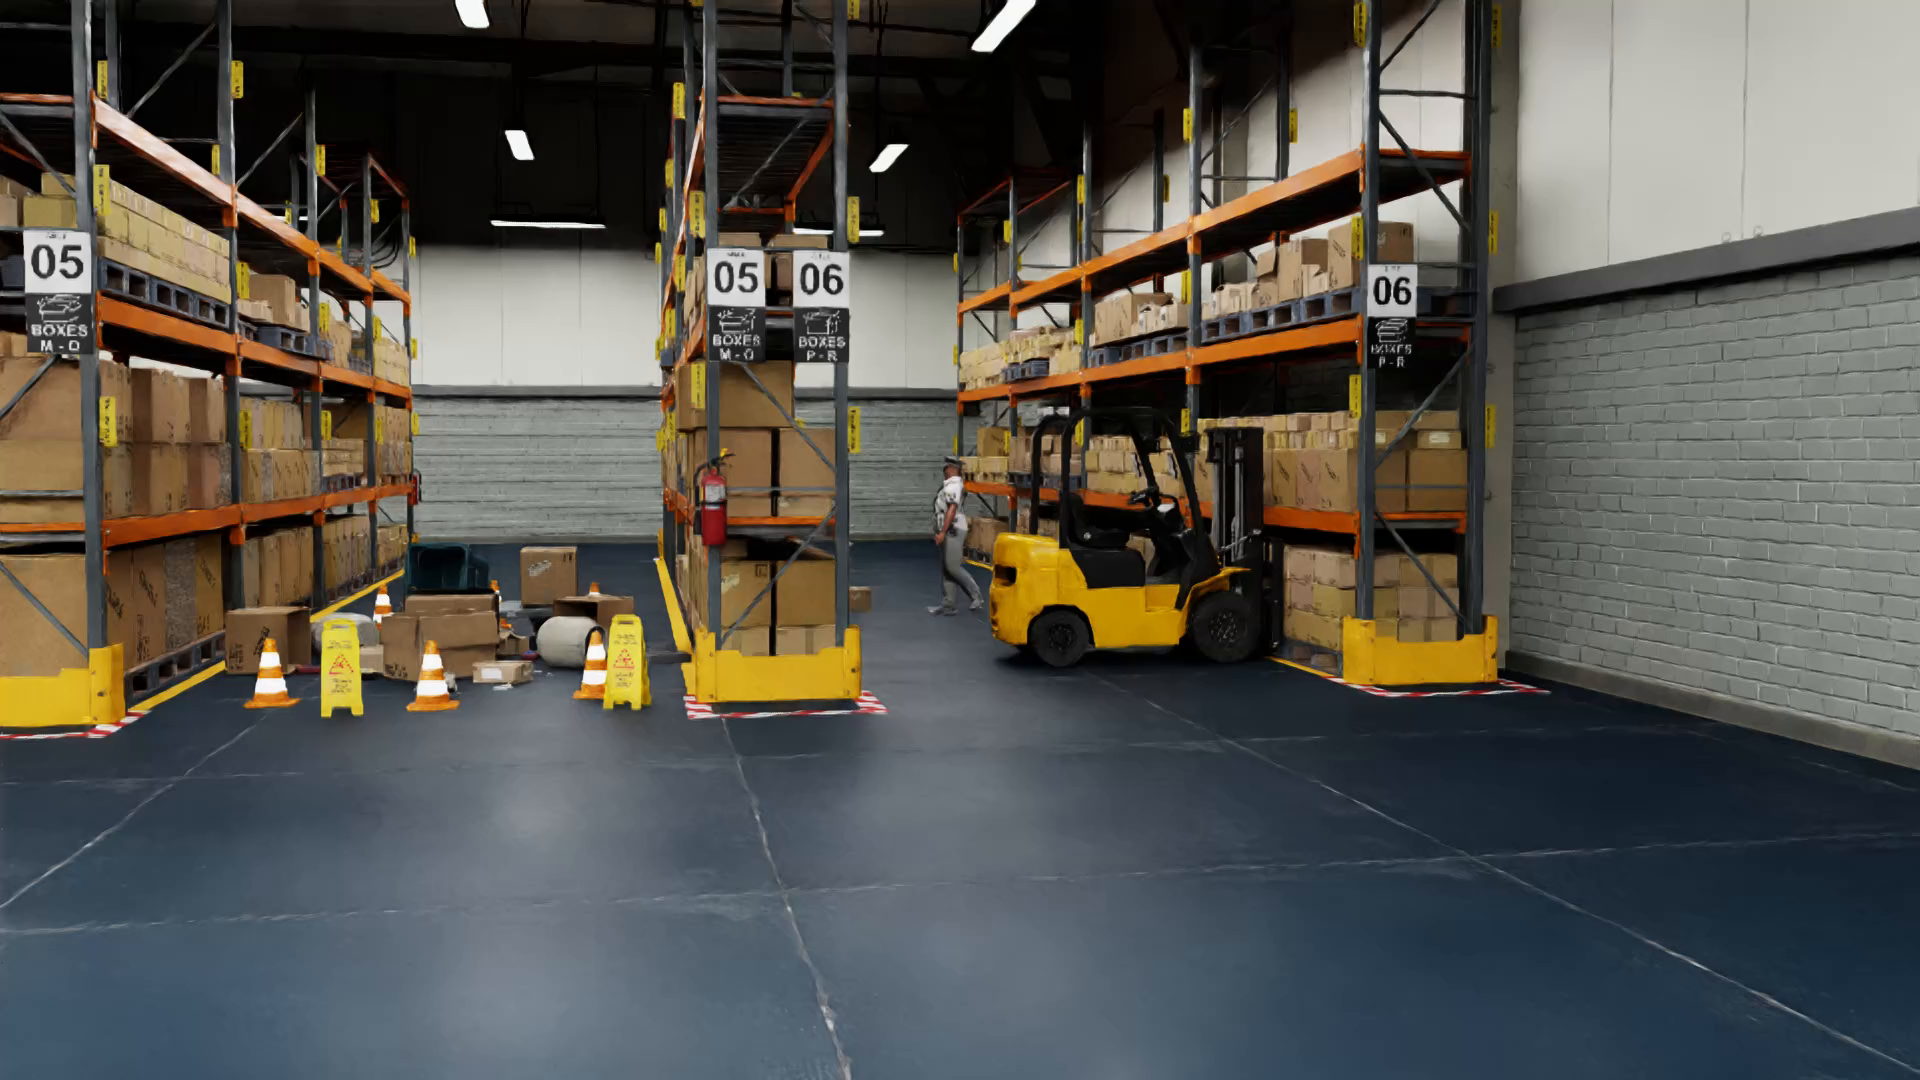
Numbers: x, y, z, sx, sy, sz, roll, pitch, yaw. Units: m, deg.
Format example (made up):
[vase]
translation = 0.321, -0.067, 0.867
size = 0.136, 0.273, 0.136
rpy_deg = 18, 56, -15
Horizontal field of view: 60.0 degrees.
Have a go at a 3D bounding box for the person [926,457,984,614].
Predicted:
[person]
translation = -0.060, -0.058, 18.310
size = 0.631, 1.718, 0.587
rpy_deg = 0, 3, -6
